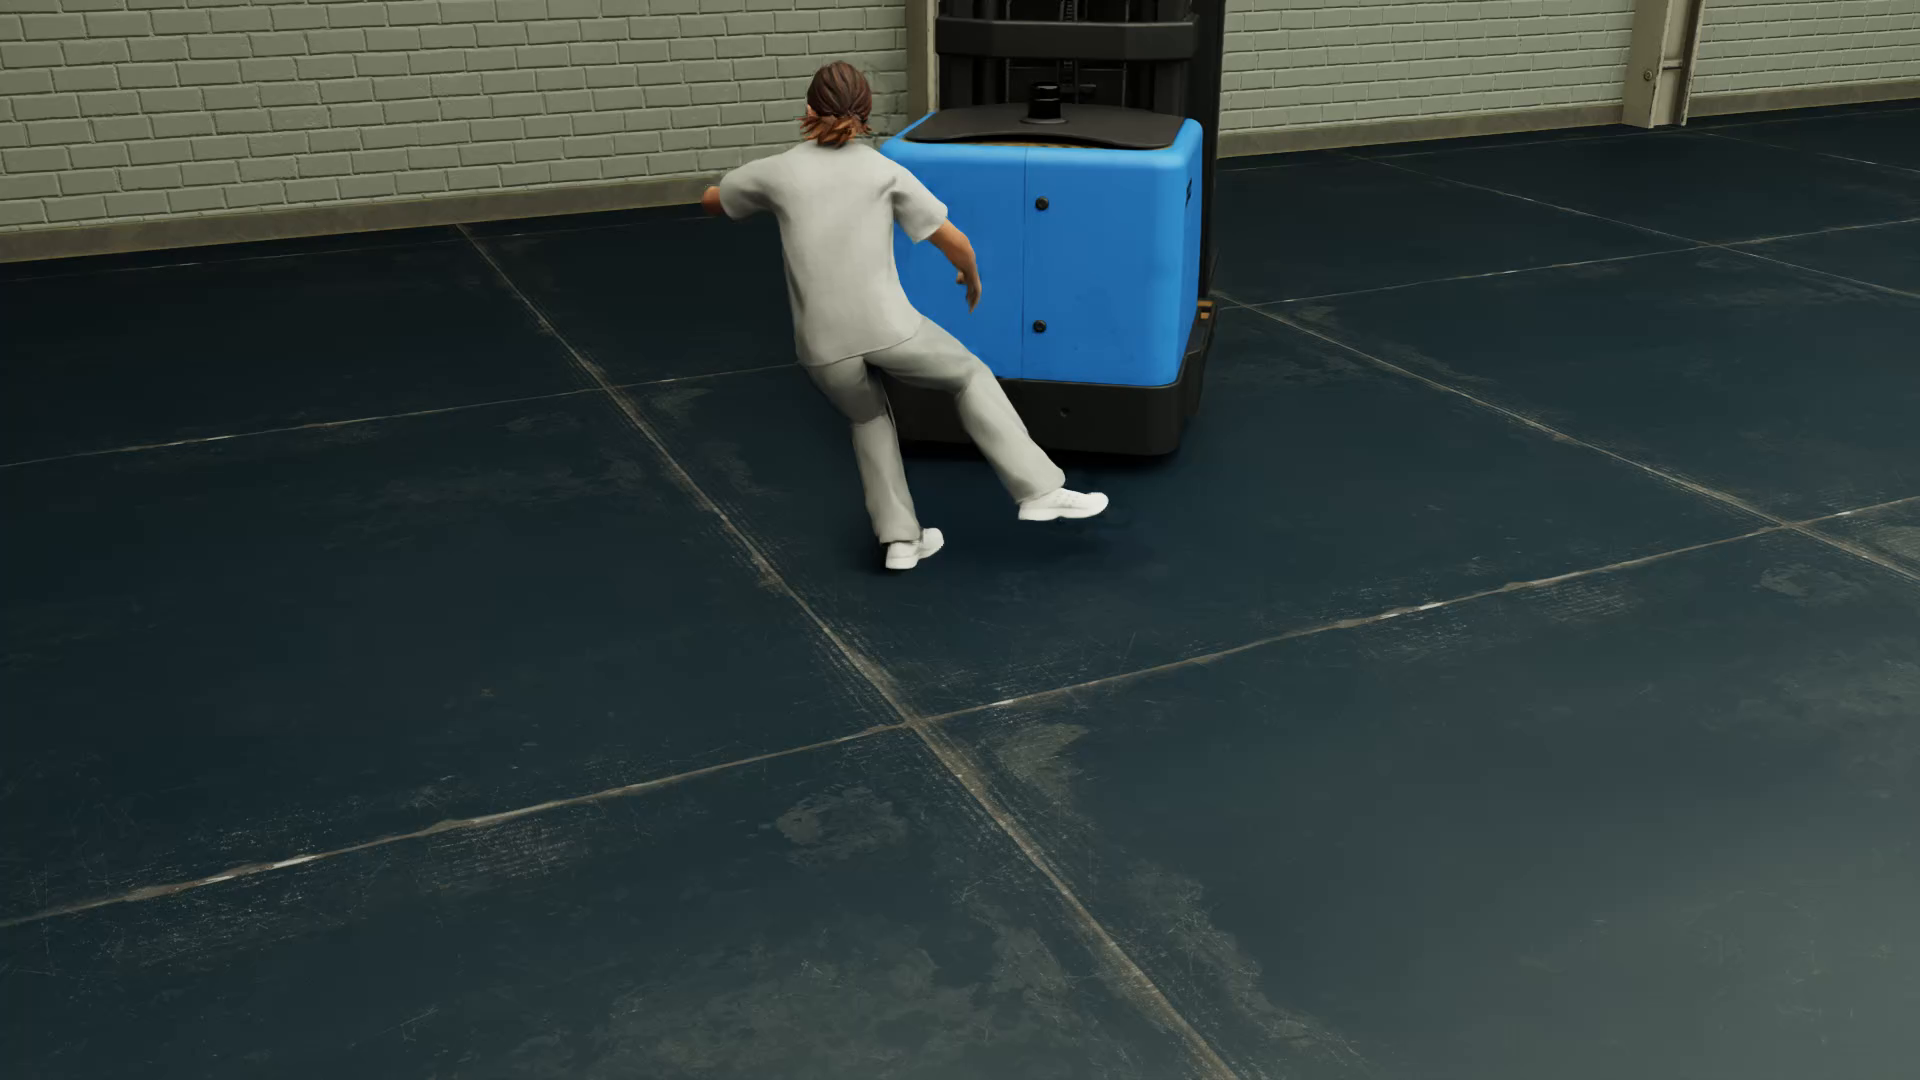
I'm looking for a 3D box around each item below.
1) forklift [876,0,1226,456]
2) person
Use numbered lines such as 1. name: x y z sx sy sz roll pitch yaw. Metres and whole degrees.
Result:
1. forklift: 0.509 -2.171 6.513 1.130 2.935 3.031 4 23 11
2. person: -0.148 -0.674 4.902 1.187 1.434 0.824 -1 23 -3
